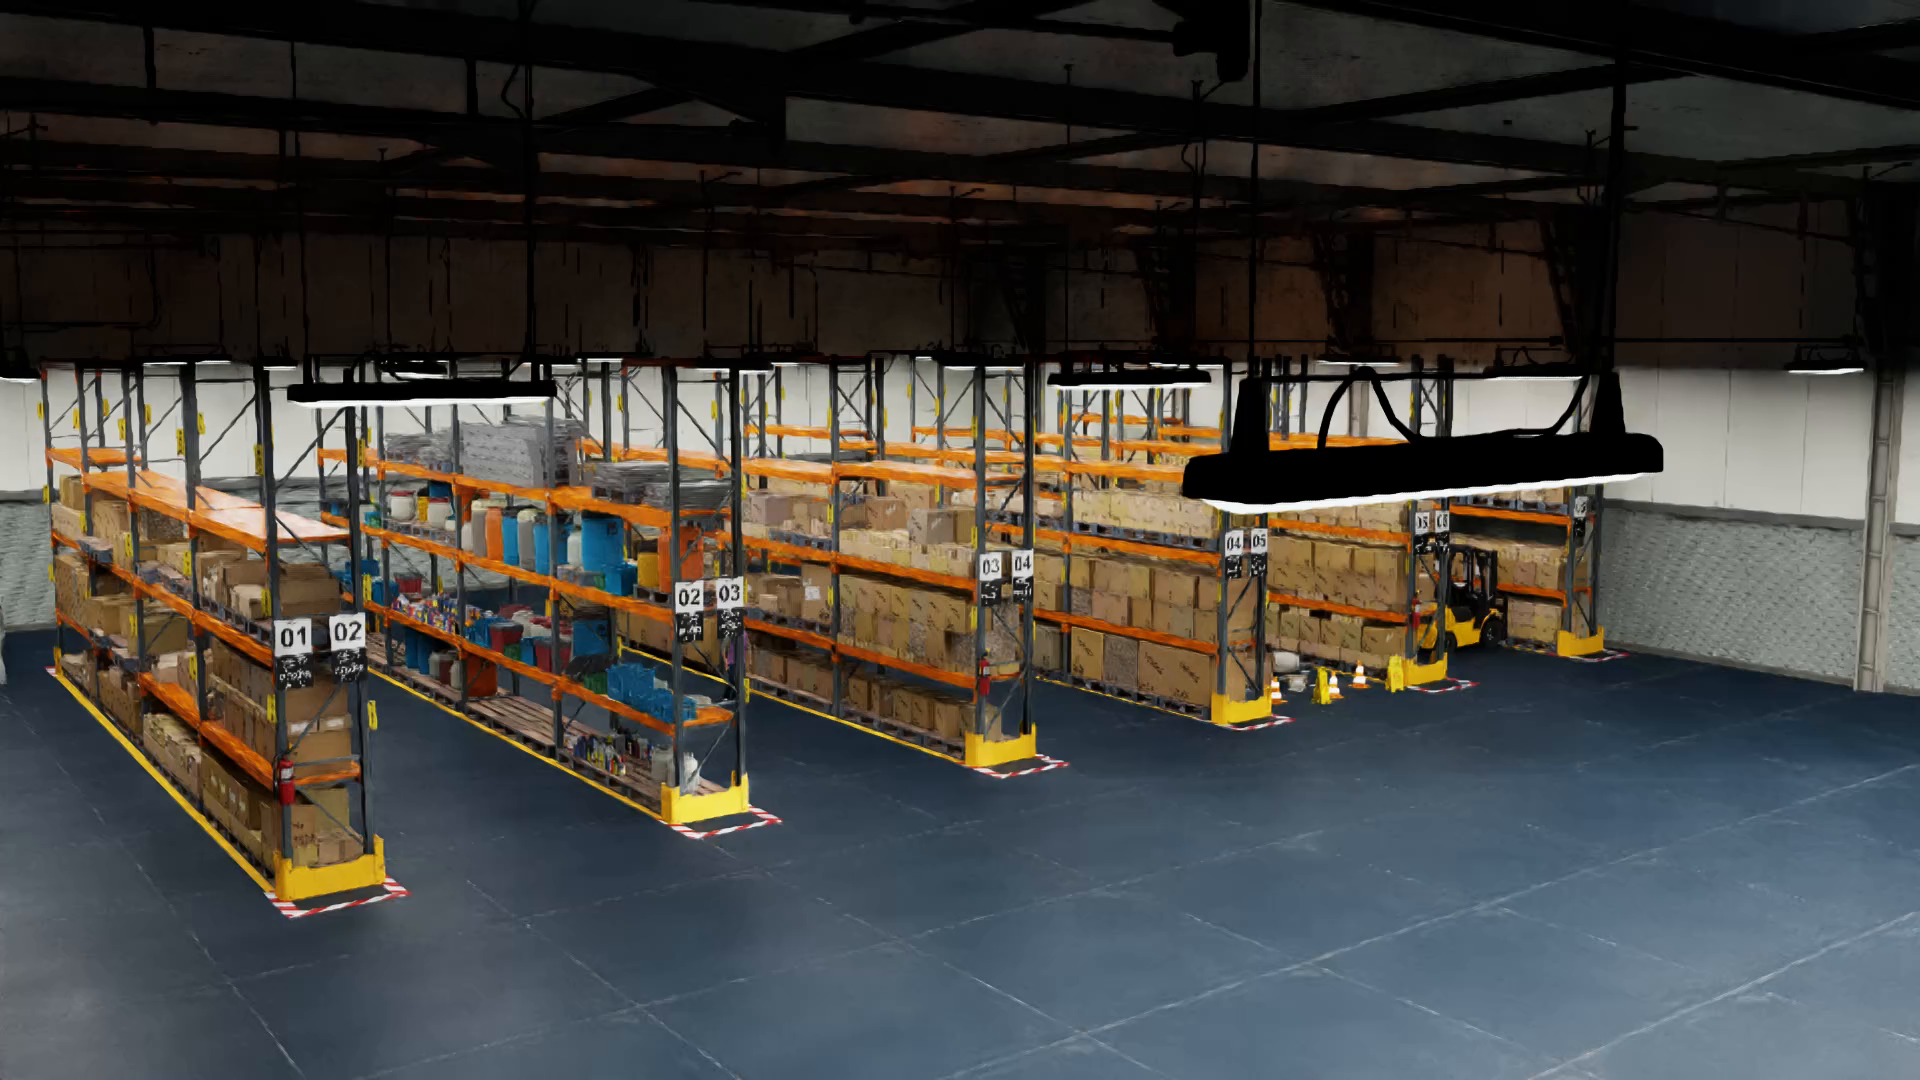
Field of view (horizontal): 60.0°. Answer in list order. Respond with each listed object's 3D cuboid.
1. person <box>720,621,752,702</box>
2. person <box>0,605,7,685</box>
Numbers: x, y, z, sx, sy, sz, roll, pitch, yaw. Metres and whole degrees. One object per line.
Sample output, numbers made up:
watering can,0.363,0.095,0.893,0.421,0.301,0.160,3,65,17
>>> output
person,-3.900,2.111,28.889,0.566,1.541,0.519,-5,9,-38
person,-17.748,1.830,30.506,0.482,1.674,0.486,-1,7,-7
